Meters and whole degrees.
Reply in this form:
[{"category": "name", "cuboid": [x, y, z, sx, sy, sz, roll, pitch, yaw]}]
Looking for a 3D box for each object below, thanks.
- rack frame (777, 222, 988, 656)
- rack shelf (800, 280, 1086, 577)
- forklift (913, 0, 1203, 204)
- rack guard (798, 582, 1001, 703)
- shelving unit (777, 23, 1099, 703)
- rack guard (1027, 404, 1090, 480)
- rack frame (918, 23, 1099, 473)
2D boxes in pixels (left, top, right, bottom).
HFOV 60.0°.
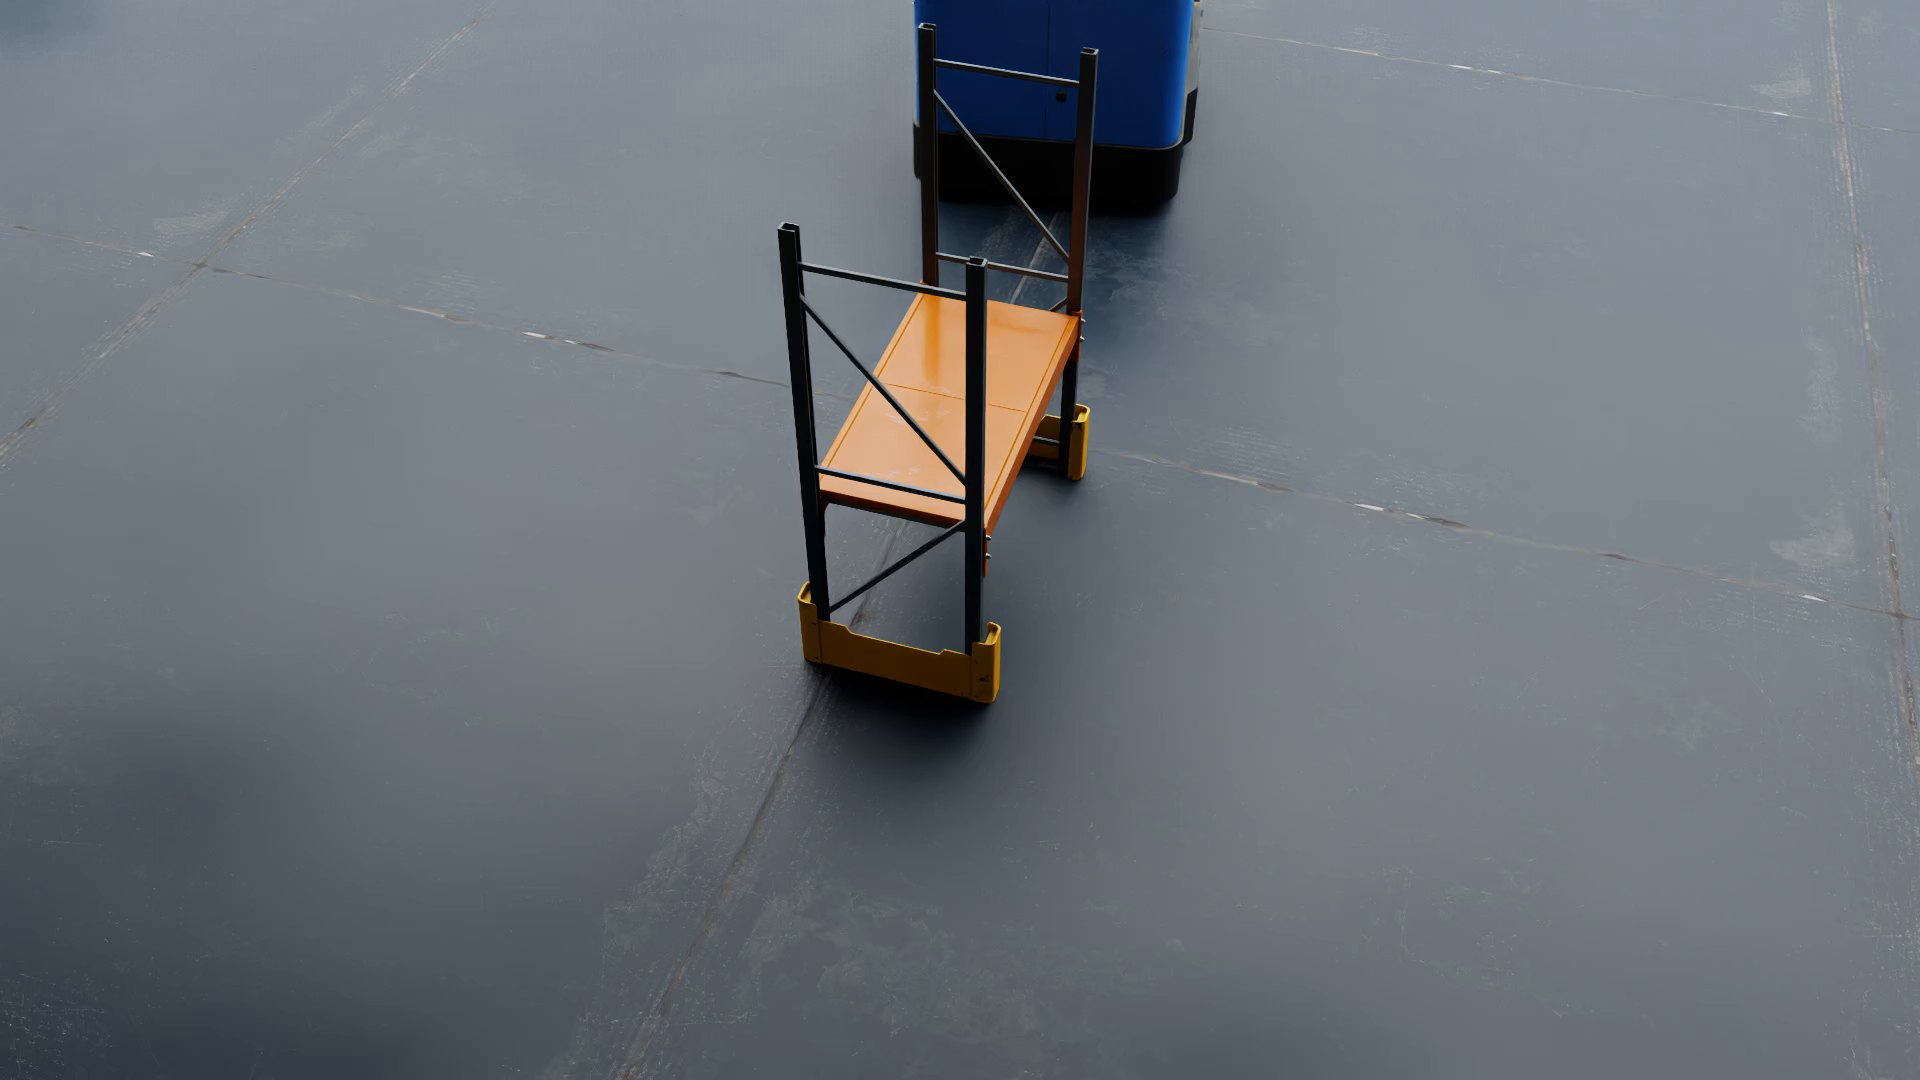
[{"category": "rack frame", "cuboid": [-0.180, -0.140, 4.321, 0.500, 1.500, 0.032, 13, 46, 13]}, {"category": "rack shelf", "cuboid": [-0.026, -0.351, 4.793, 0.538, 0.185, 1.000, 13, 46, 13]}, {"category": "forklift", "cuboid": [0.542, -3.399, 6.628, 1.130, 2.935, 3.031, 6, 45, 6]}, {"category": "rack guard", "cuboid": [-0.174, 0.293, 4.771, 0.587, 0.250, 0.087, 13, 46, 13]}, {"category": "shelving unit", "cuboid": [-0.023, -0.485, 4.674, 0.587, 1.500, 1.083, 13, 46, 13]}, {"category": "rack guard", "cuboid": [0.128, -0.370, 5.450, 0.587, 0.250, 0.087, 13, 46, 13]}, {"category": "rack frame", "cuboid": [0.128, -0.818, 5.014, 0.500, 1.500, 0.032, 13, 46, 13]}]
